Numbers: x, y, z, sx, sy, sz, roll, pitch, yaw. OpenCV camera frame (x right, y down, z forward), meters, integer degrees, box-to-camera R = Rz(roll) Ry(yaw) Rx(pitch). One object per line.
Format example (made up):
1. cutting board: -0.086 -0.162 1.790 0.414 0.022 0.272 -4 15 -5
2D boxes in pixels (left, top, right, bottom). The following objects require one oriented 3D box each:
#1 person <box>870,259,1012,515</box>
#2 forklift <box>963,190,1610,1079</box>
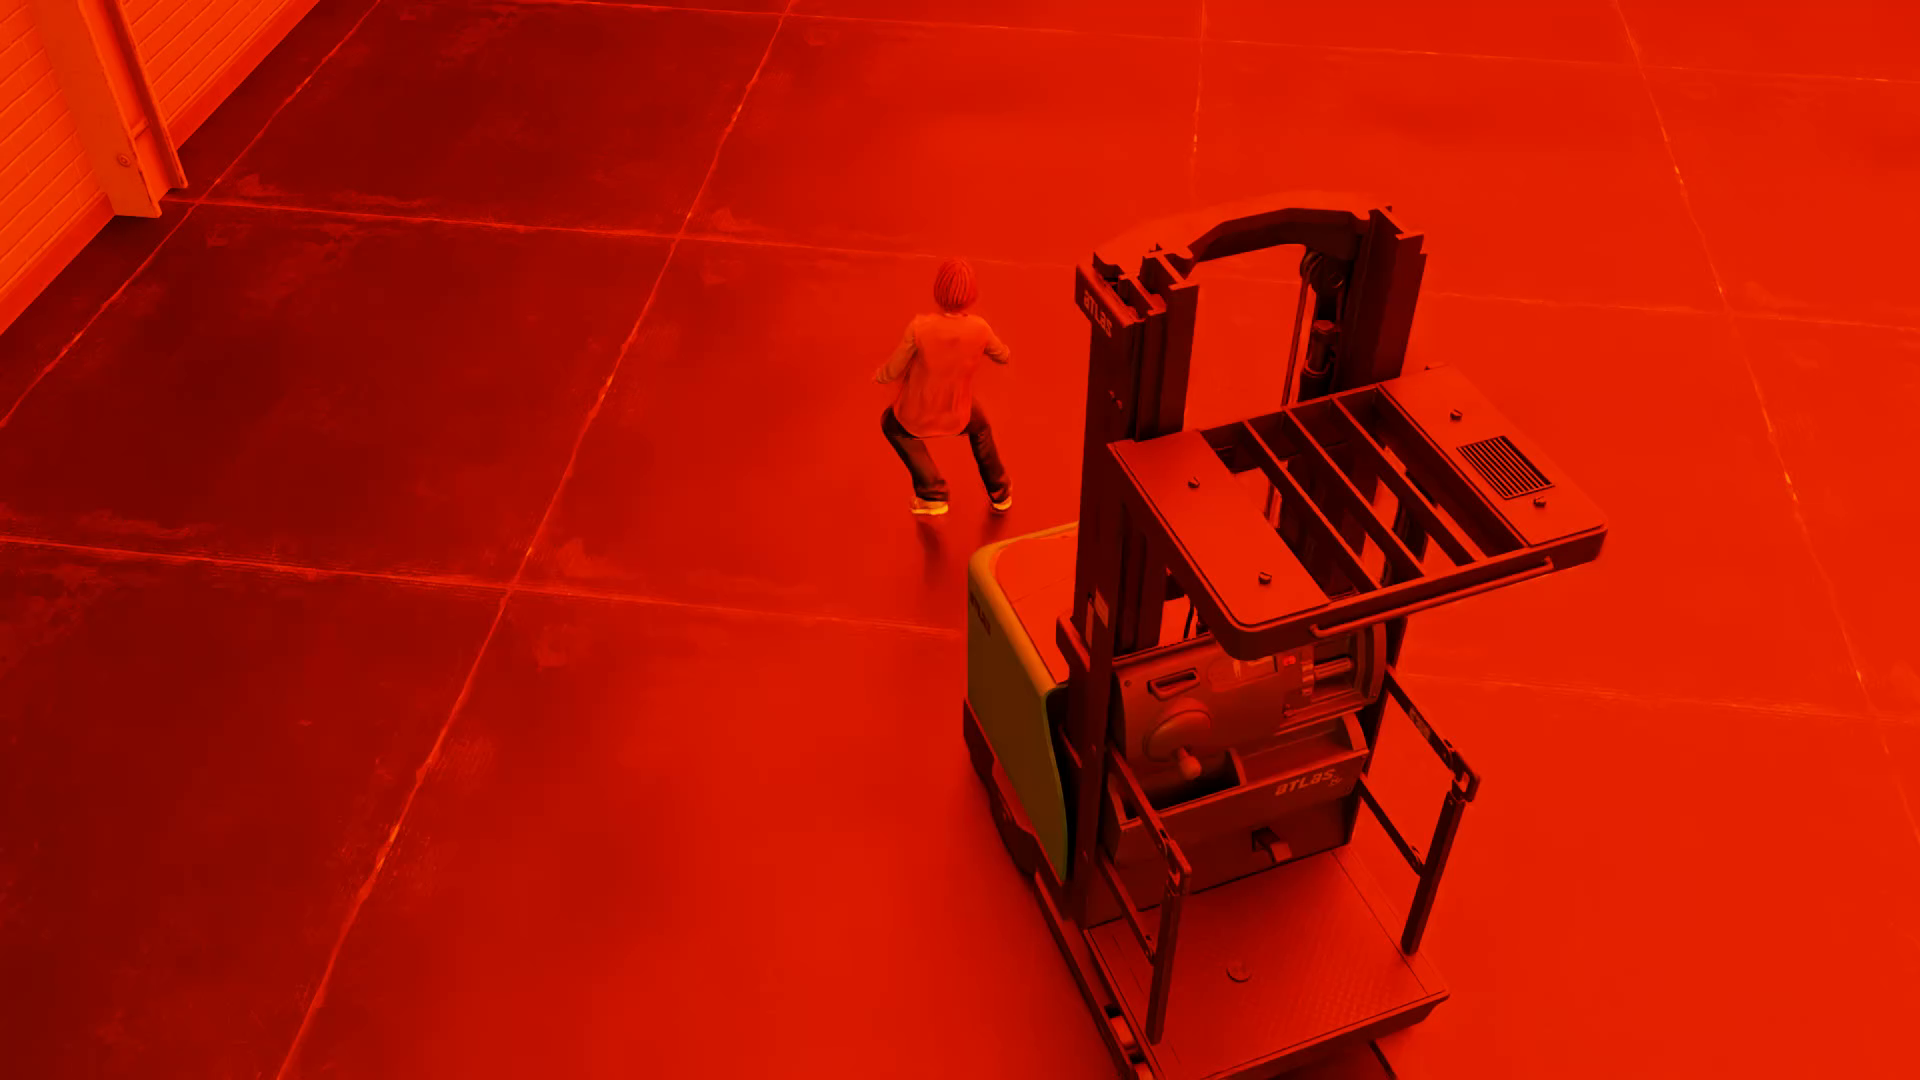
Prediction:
1. person: -0.053 -0.679 7.530 0.684 1.480 0.514 -8 43 -9
2. forklift: 1.011 0.560 5.114 1.130 2.935 3.031 -14 45 -15
